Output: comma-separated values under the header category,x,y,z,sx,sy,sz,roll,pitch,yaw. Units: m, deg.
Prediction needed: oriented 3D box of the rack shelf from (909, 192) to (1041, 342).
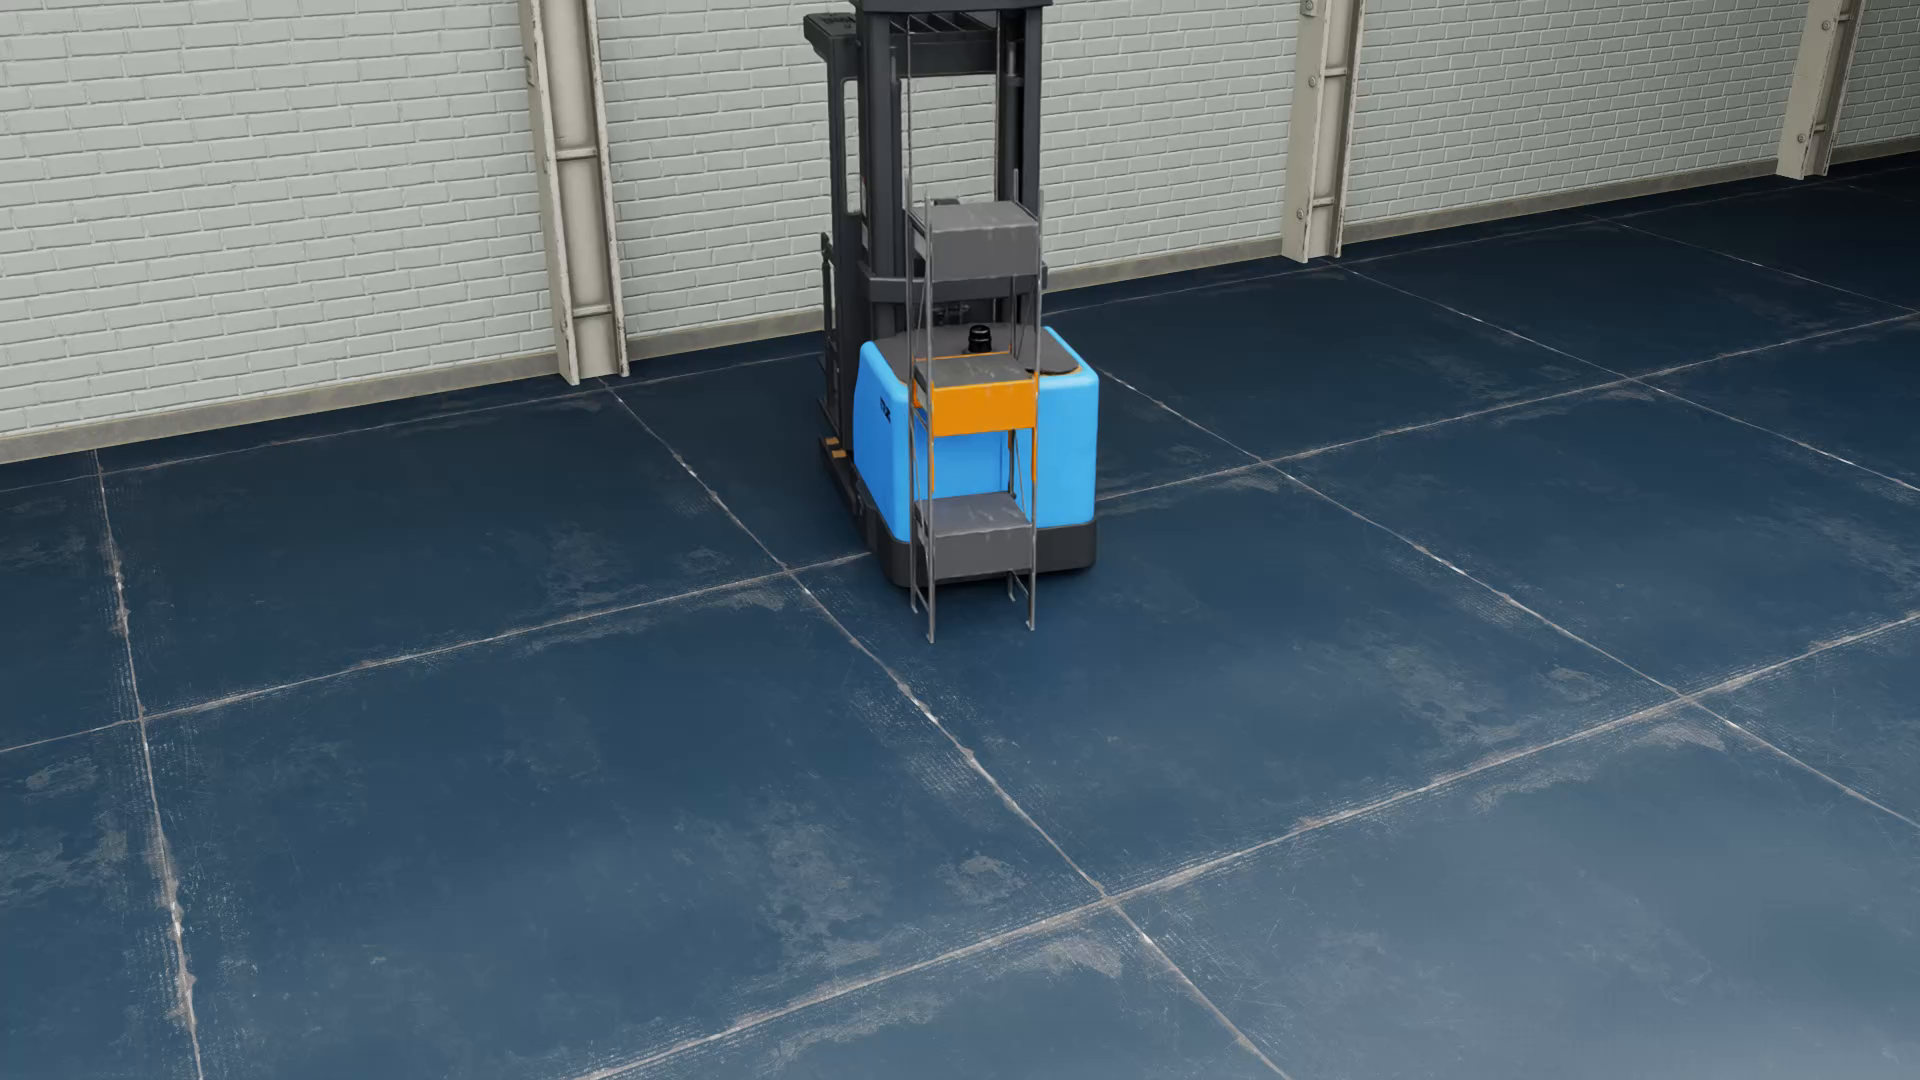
category,x,y,z,sx,sy,sz,roll,pitch,yaw
rack shelf,0.056,-1.188,7.214,0.480,0.518,0.431,-7,26,-13

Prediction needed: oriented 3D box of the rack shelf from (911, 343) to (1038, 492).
category,x,y,z,sx,sy,sz,roll,pitch,yaw
rack shelf,0.056,-0.557,7.517,0.480,0.518,0.431,-7,26,-13

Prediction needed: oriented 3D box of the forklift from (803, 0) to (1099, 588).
category,x,y,z,sx,sy,sz,roll,pitch,yaw
forklift,-0.190,-1.705,8.915,1.130,2.935,3.031,-7,26,-13

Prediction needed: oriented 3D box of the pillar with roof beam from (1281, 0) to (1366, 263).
category,x,y,z,sx,sy,sz,roll,pitch,yaw
pillar with roof beam,4.887,-4.743,8.231,0.400,9.000,9.100,-13,29,-25

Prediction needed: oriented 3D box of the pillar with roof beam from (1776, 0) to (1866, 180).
category,x,y,z,sx,sy,sz,roll,pitch,yaw
pillar with roof beam,10.181,-5.965,10.776,0.400,9.000,9.100,-13,29,-25

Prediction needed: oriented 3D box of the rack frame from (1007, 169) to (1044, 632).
category,x,y,z,sx,sy,sz,roll,pitch,yaw
rack frame,0.291,-0.597,7.567,0.015,2.100,0.400,-7,26,-13

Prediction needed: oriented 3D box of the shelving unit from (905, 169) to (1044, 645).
category,x,y,z,sx,sy,sz,roll,pitch,yaw
shelving unit,0.056,-0.570,7.511,0.503,2.100,0.431,-7,26,-13

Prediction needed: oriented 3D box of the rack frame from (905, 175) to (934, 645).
category,x,y,z,sx,sy,sz,roll,pitch,yaw
rack frame,-0.180,-0.543,7.454,0.015,2.100,0.400,-7,26,-13

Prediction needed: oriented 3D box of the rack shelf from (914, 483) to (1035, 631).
category,x,y,z,sx,sy,sz,roll,pitch,yaw
rack shelf,0.056,0.074,7.820,0.480,0.518,0.431,-7,26,-13

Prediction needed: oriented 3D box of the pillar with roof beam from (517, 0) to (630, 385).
category,x,y,z,sx,sy,sz,roll,pitch,yaw
pillar with roof beam,-0.407,-3.521,5.686,0.400,9.000,9.100,-13,29,-25
